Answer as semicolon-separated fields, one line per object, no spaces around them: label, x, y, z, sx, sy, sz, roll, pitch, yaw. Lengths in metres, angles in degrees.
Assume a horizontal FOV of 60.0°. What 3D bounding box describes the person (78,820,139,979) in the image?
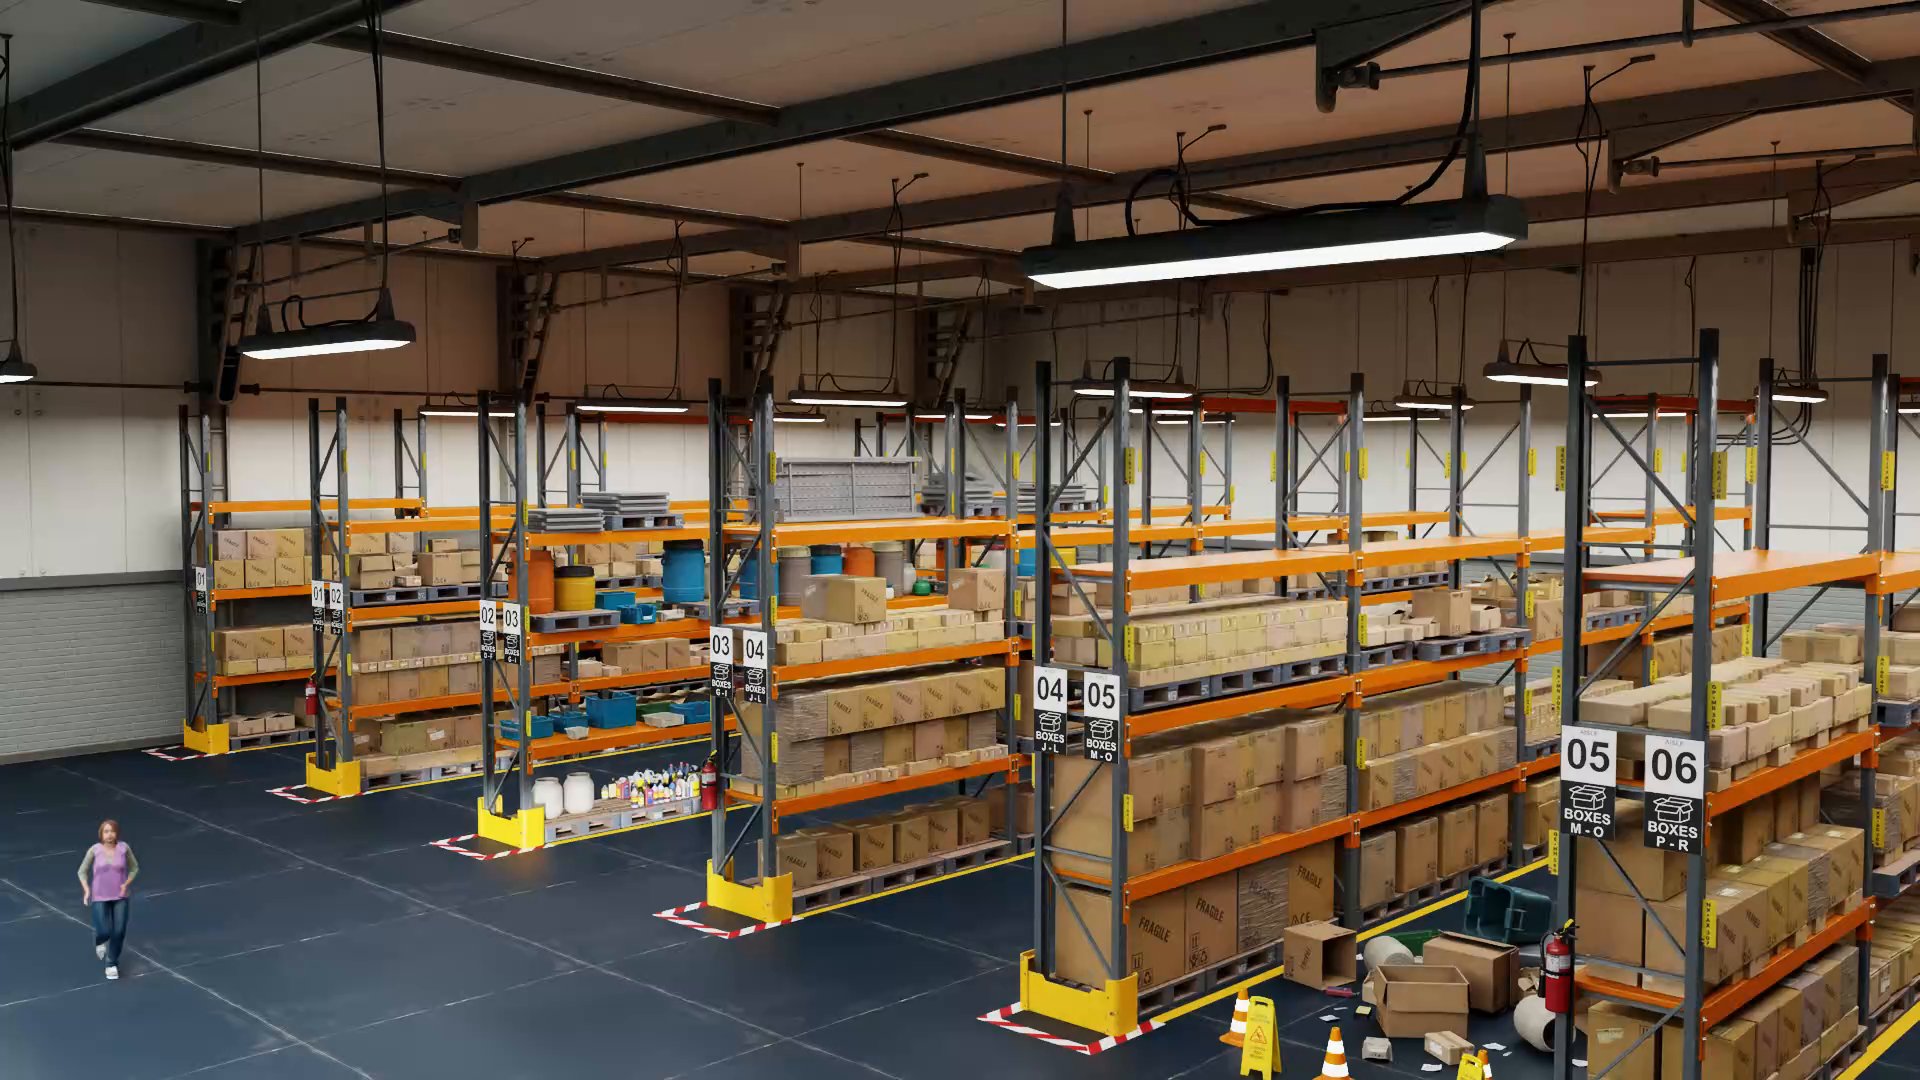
person;-8.369;3.540;16.373;0.536;1.536;0.545;-2;4;-31
